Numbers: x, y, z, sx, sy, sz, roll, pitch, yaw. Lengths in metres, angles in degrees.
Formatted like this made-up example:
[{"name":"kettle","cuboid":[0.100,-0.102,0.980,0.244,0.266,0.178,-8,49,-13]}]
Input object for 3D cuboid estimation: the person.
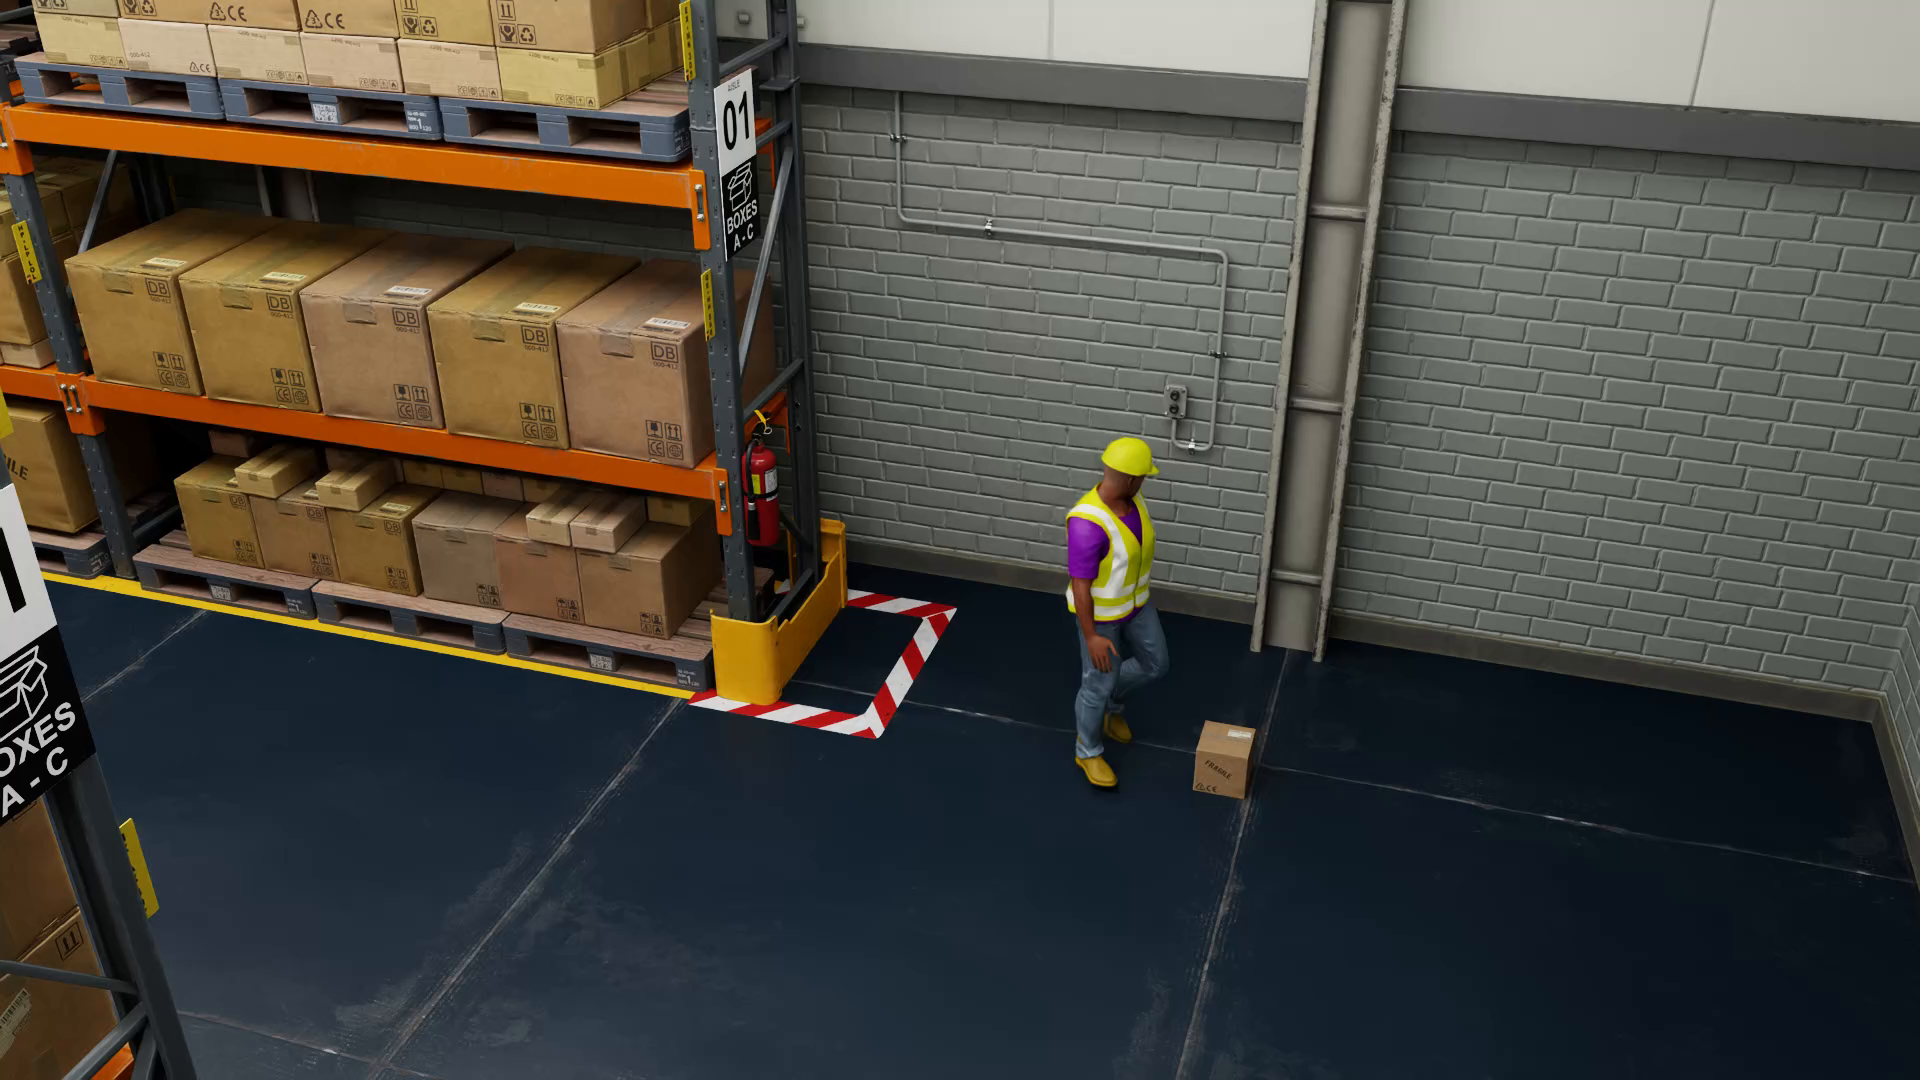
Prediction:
[{"name":"person","cuboid":[0.713,0.325,7.855,0.463,1.771,0.633,23,37,36]}]
